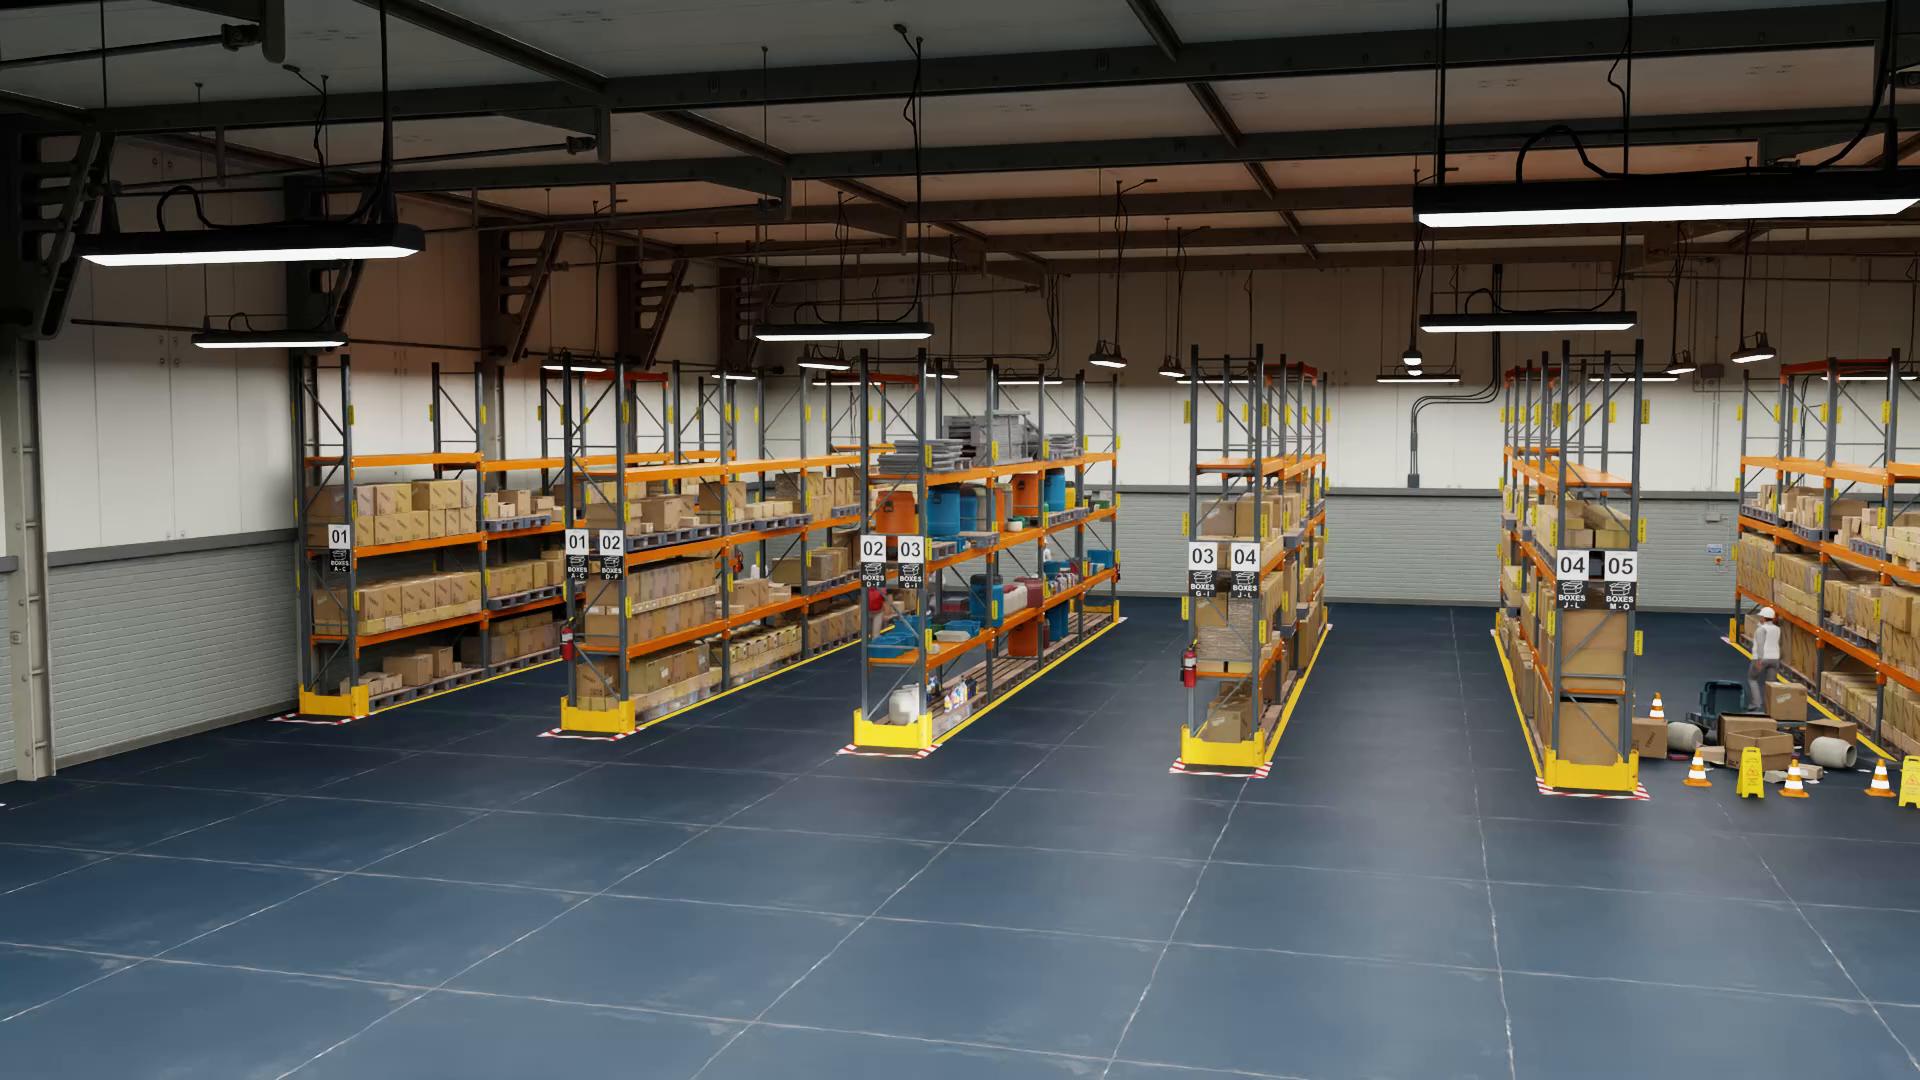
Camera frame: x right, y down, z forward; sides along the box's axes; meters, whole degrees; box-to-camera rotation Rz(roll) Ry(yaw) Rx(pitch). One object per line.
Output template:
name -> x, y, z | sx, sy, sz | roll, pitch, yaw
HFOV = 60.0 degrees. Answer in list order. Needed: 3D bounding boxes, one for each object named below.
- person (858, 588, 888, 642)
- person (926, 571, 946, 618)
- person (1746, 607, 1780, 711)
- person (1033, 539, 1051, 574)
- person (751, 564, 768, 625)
person -> -1.816, 1.563, 34.449 | 0.551, 1.653, 1.077 | 1, 5, 18
person -> -0.620, 1.271, 39.444 | 0.533, 1.514, 0.791 | 2, 5, 25
person -> 13.576, 2.025, 27.933 | 0.524, 1.778, 0.563 | 0, 4, -4
person -> 2.220, 0.817, 44.115 | 1.006, 1.750, 0.513 | -1, 4, -12
person -> -4.698, 1.200, 38.894 | 0.564, 1.779, 0.626 | -4, 6, -42
